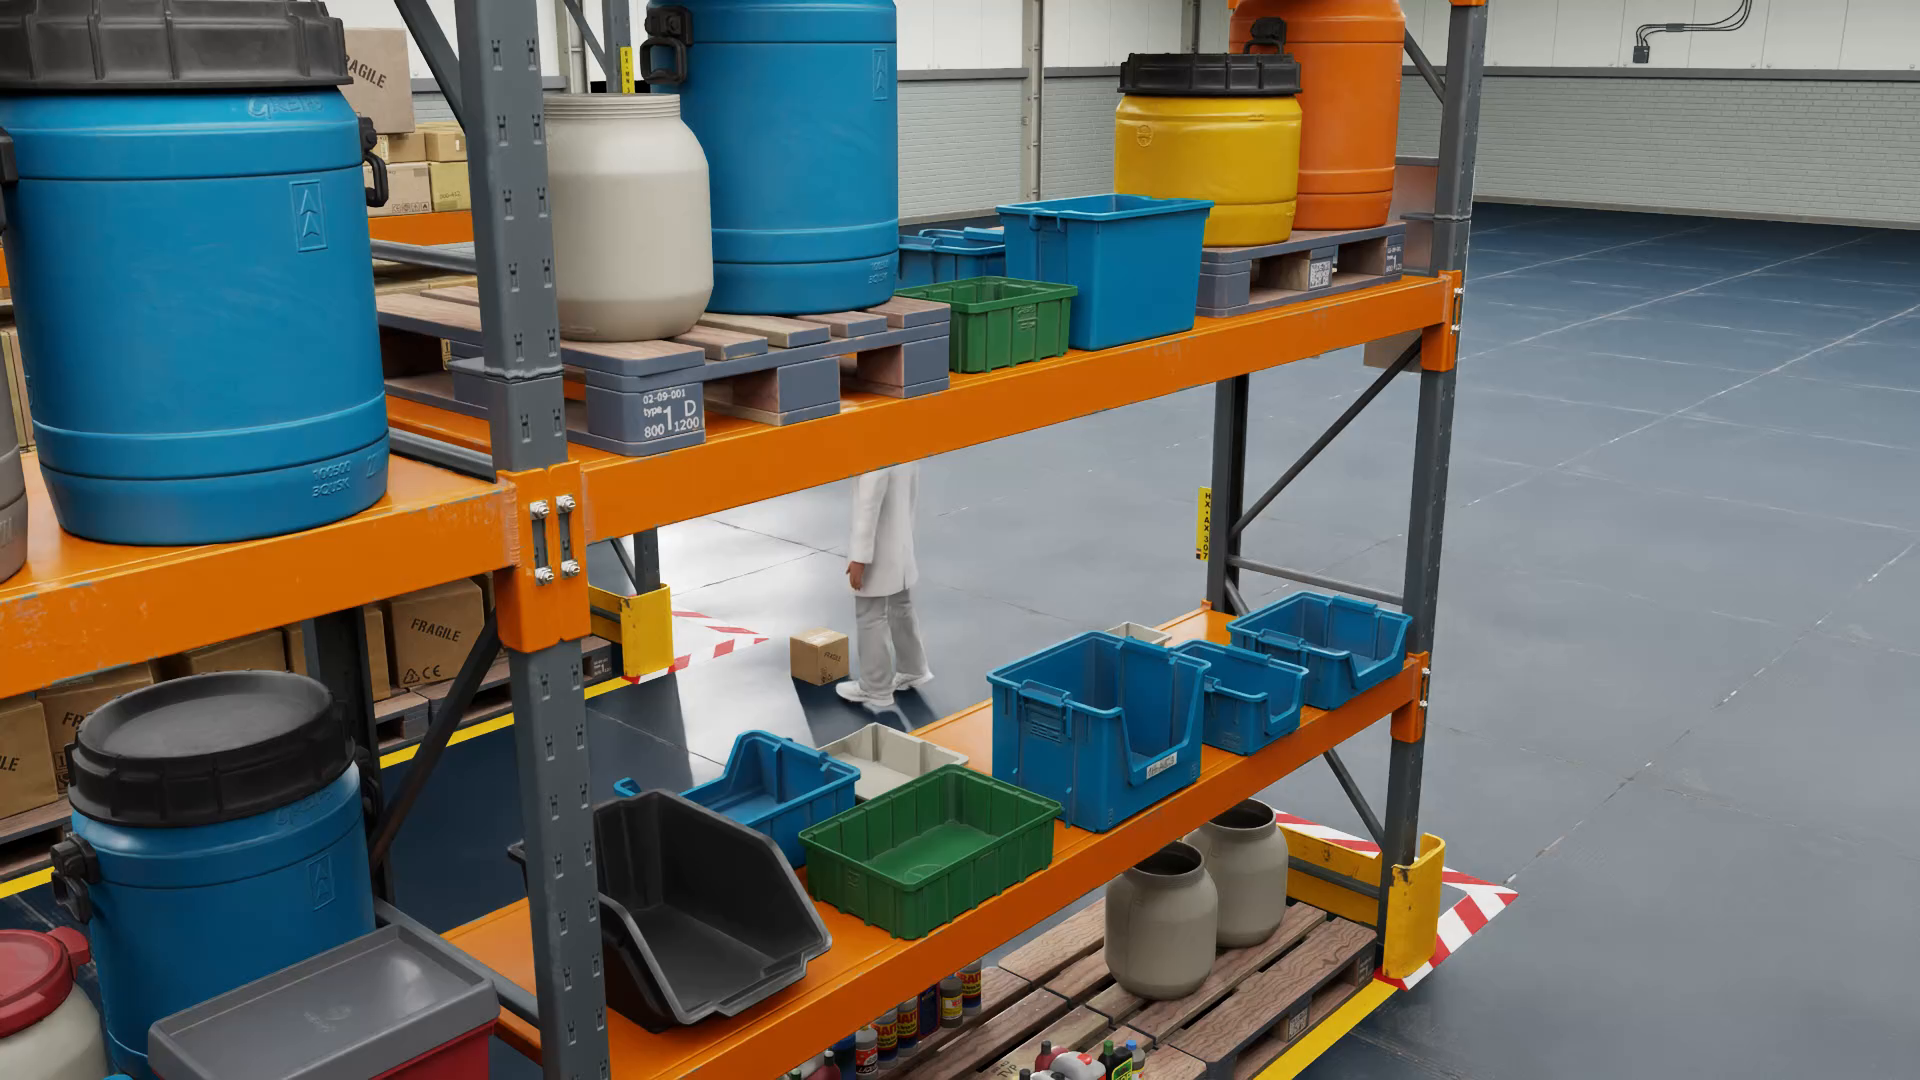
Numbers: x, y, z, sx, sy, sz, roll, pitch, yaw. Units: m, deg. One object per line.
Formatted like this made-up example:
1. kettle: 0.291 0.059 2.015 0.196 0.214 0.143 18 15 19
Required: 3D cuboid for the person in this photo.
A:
1. person: -0.477 0.077 9.364 0.447 1.839 0.627 9 19 27
